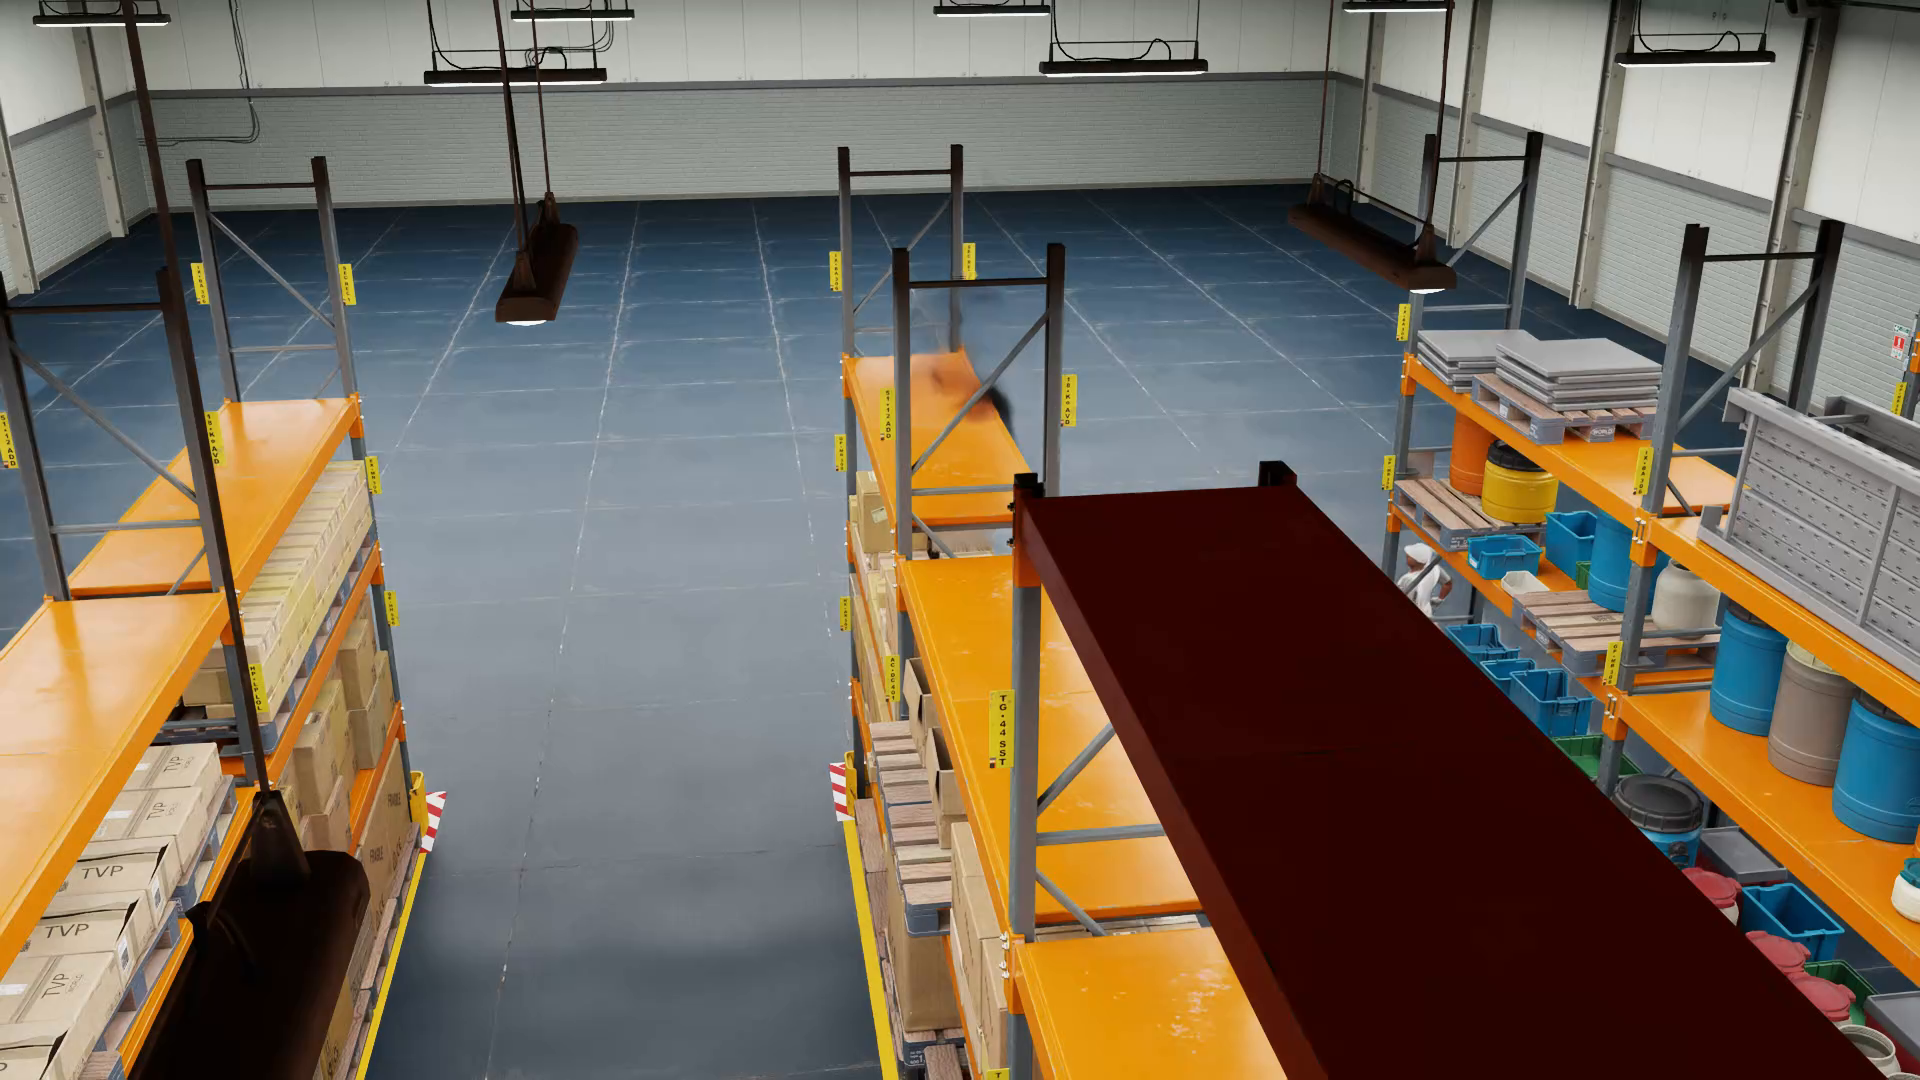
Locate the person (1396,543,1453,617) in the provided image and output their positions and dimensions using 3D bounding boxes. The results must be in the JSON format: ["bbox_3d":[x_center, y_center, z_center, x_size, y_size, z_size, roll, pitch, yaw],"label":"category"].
[{"bbox_3d":[4.618,0.821,17.145,0.833,1.773,0.705,13,25,29],"label":"person"}]
